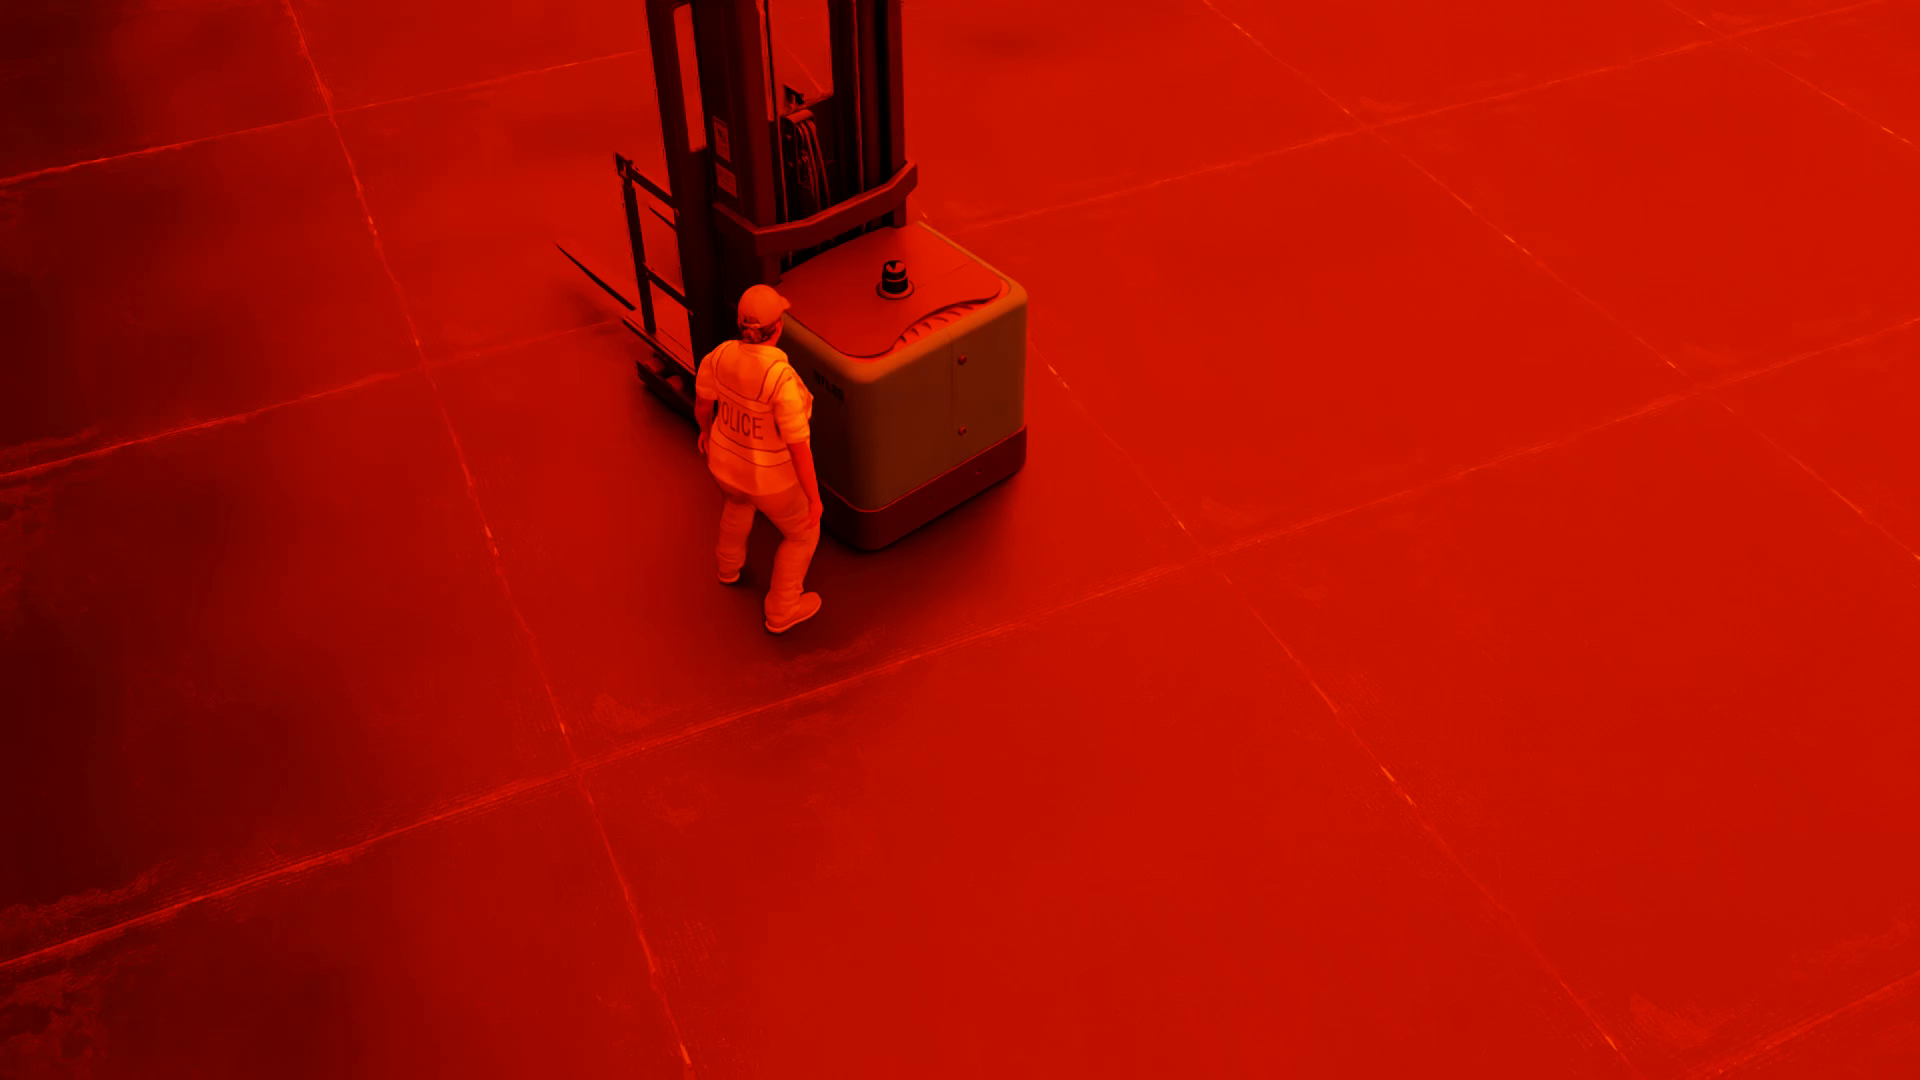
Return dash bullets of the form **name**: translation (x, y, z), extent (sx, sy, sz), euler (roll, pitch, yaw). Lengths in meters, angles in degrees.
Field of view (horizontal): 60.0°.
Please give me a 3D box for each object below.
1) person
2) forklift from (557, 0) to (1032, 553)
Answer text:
- **person**: translation (-0.843, -0.345, 7.005), extent (0.787, 1.639, 0.463), euler (26, 49, 25)
- **forklift**: translation (-1.005, -1.943, 7.762), extent (1.130, 2.935, 3.031), euler (-31, 51, -29)
